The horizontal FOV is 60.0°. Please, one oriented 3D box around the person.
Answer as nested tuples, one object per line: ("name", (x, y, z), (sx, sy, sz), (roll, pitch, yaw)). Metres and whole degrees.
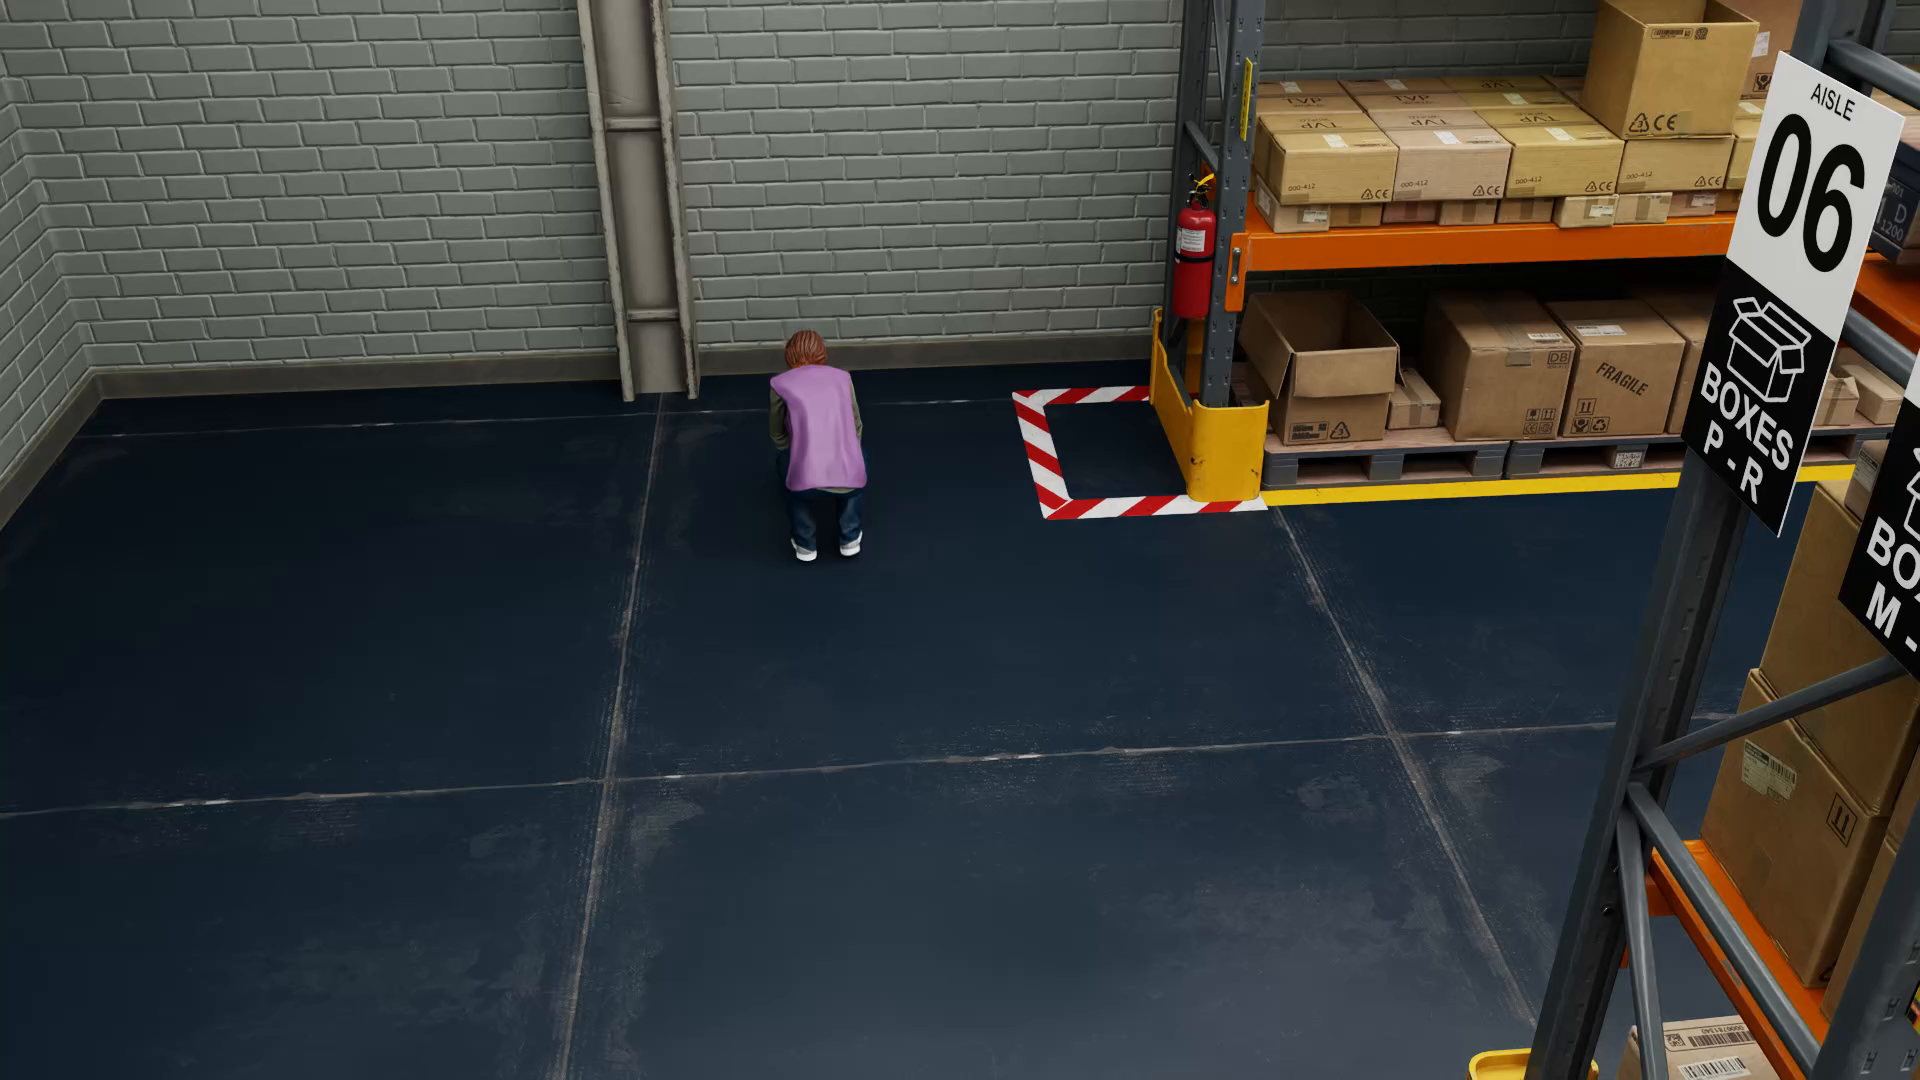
("person", (-0.633, -0.397, 7.453), (0.442, 0.908, 0.797), (-3, 32, -5))
